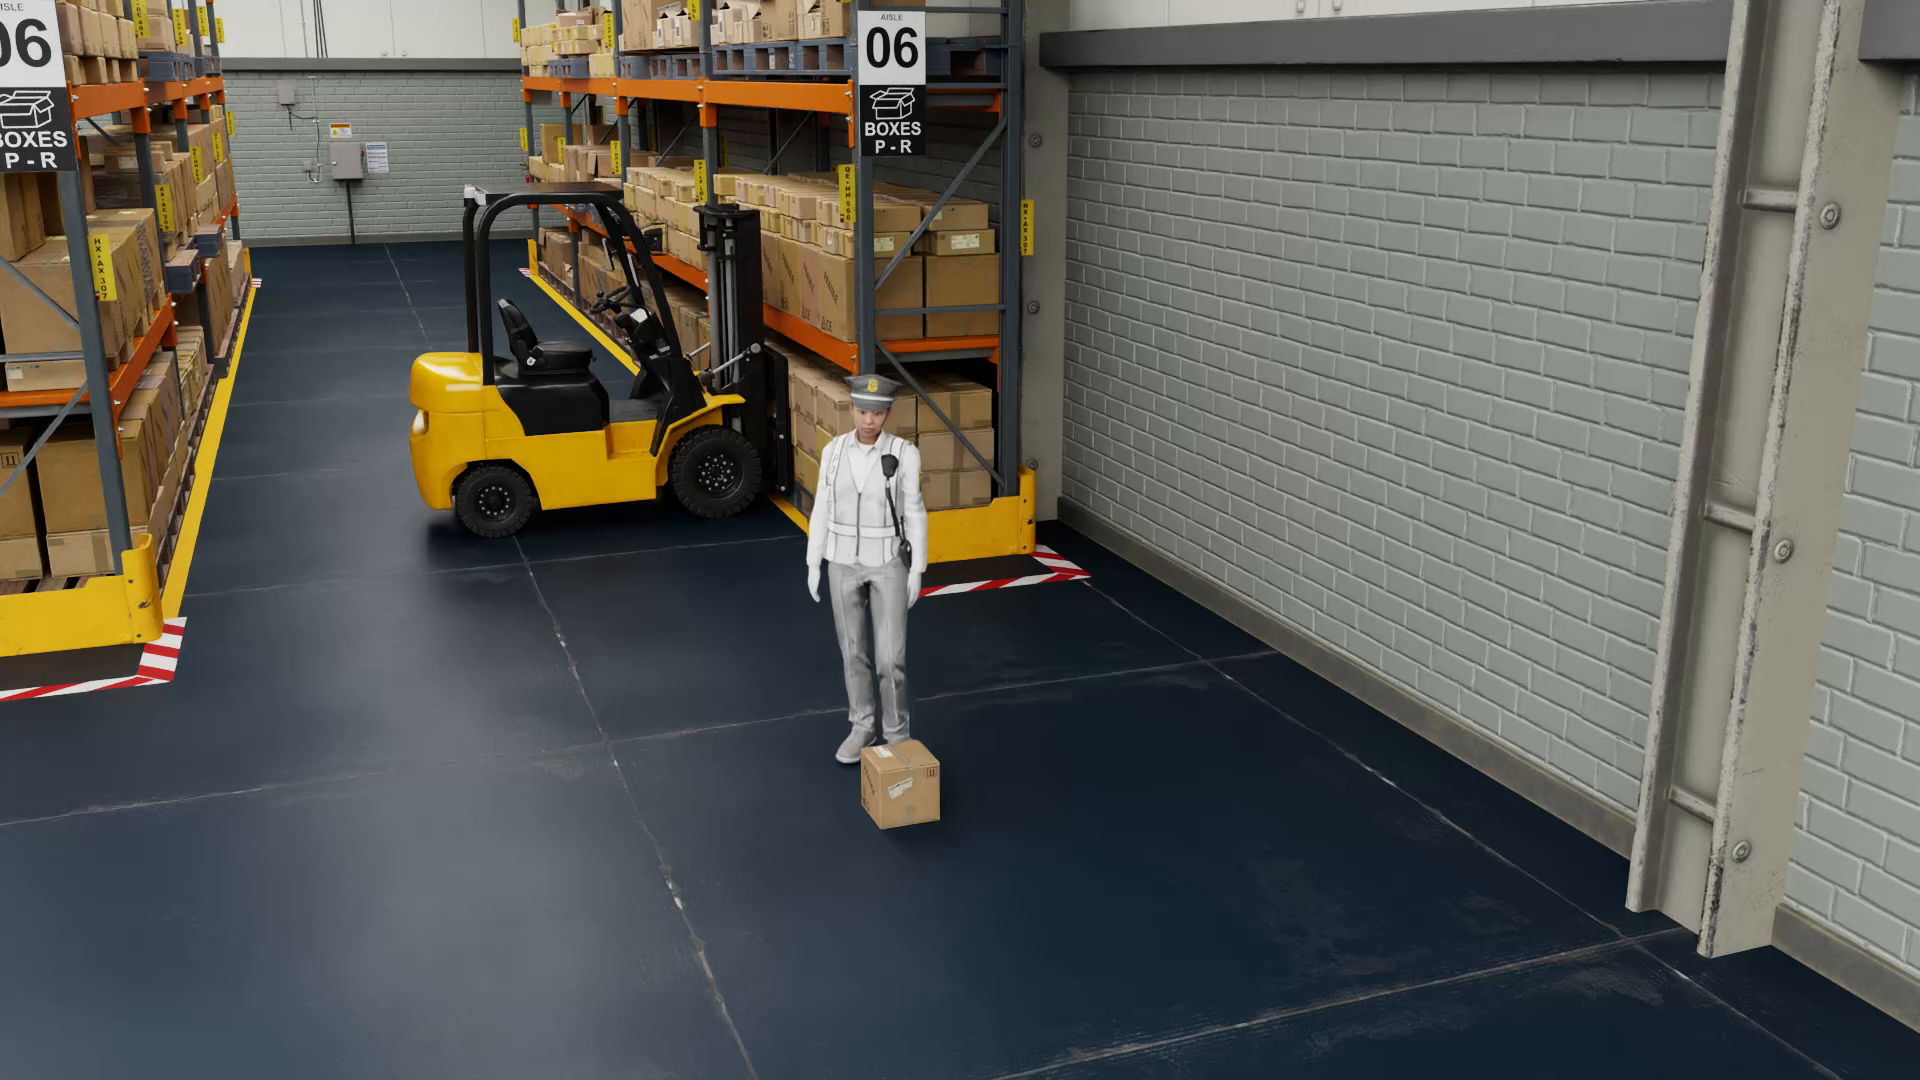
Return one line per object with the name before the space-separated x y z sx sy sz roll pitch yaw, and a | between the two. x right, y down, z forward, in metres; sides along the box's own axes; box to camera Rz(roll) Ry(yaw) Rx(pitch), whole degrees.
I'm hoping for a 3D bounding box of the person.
person | -0.409 0.148 7.001 0.518 1.712 0.376 4 16 15
